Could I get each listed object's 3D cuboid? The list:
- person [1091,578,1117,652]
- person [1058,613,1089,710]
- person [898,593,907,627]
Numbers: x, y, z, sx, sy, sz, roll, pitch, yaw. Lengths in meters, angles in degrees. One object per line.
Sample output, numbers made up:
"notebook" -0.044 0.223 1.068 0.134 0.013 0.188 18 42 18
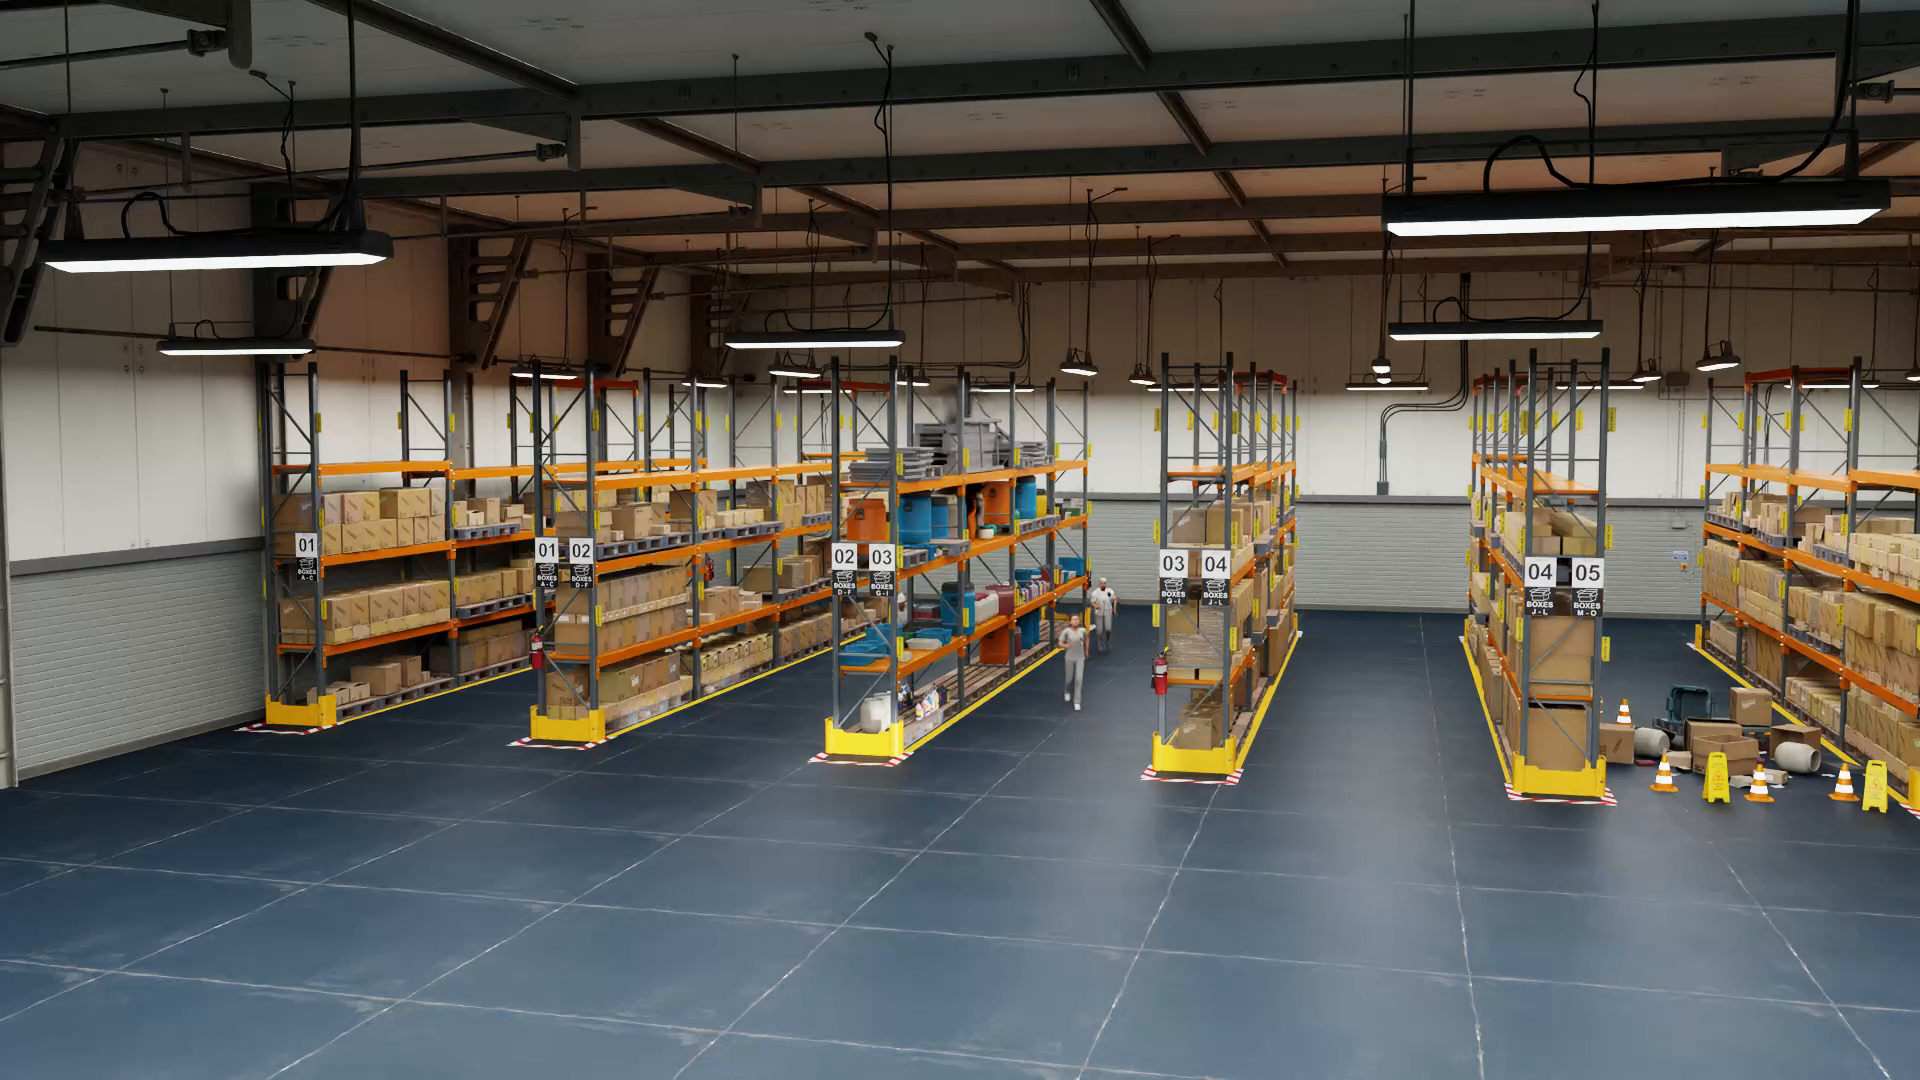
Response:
"person" 3.131 1.630 36.205 0.577 1.626 0.719 0 4 4
"person" 2.000 2.101 29.158 0.582 1.655 0.904 0 4 -6
"person" -1.059 1.843 33.907 0.709 1.590 1.133 2 4 23
